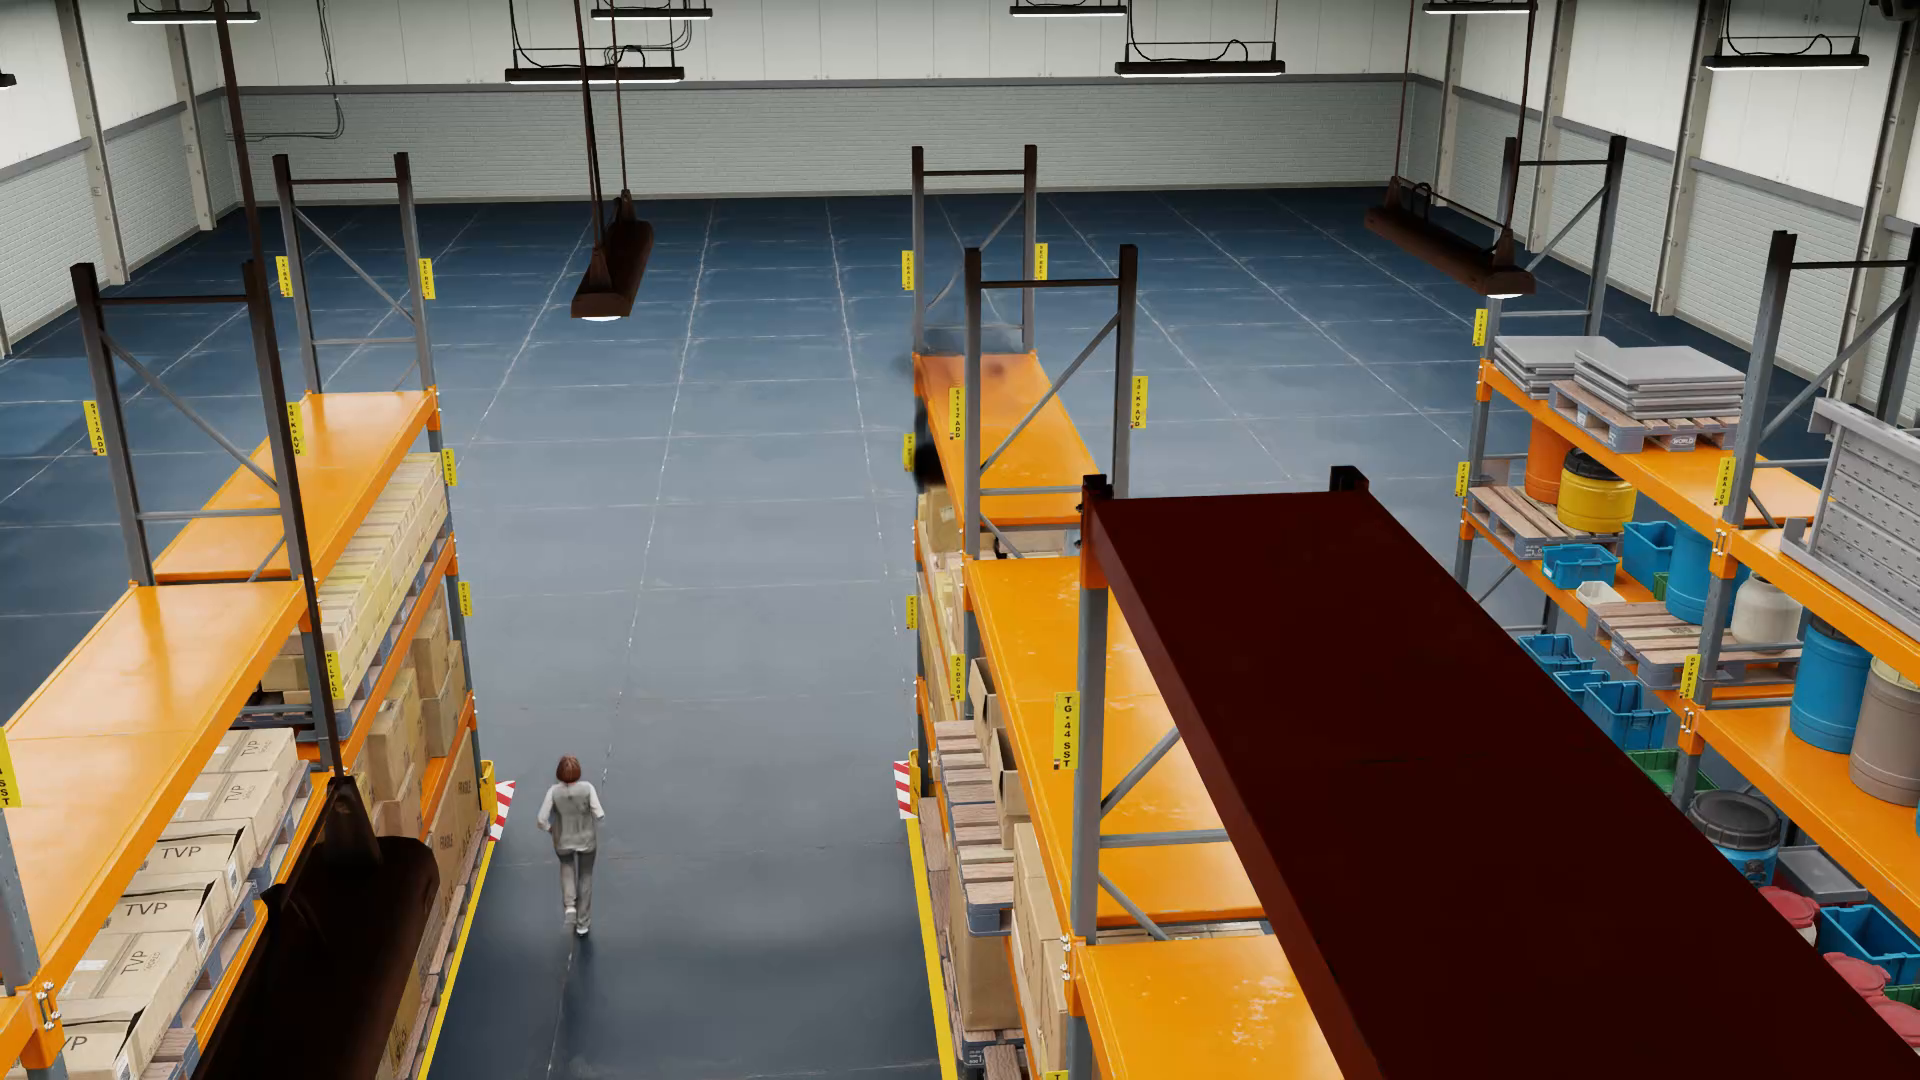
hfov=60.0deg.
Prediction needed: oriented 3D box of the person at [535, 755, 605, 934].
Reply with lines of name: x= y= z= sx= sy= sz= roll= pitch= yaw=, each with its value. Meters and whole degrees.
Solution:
person: x=-3.117 y=2.400 z=13.436 sx=0.524 sy=1.558 sz=0.537 roll=-3 pitch=22 yaw=-8
